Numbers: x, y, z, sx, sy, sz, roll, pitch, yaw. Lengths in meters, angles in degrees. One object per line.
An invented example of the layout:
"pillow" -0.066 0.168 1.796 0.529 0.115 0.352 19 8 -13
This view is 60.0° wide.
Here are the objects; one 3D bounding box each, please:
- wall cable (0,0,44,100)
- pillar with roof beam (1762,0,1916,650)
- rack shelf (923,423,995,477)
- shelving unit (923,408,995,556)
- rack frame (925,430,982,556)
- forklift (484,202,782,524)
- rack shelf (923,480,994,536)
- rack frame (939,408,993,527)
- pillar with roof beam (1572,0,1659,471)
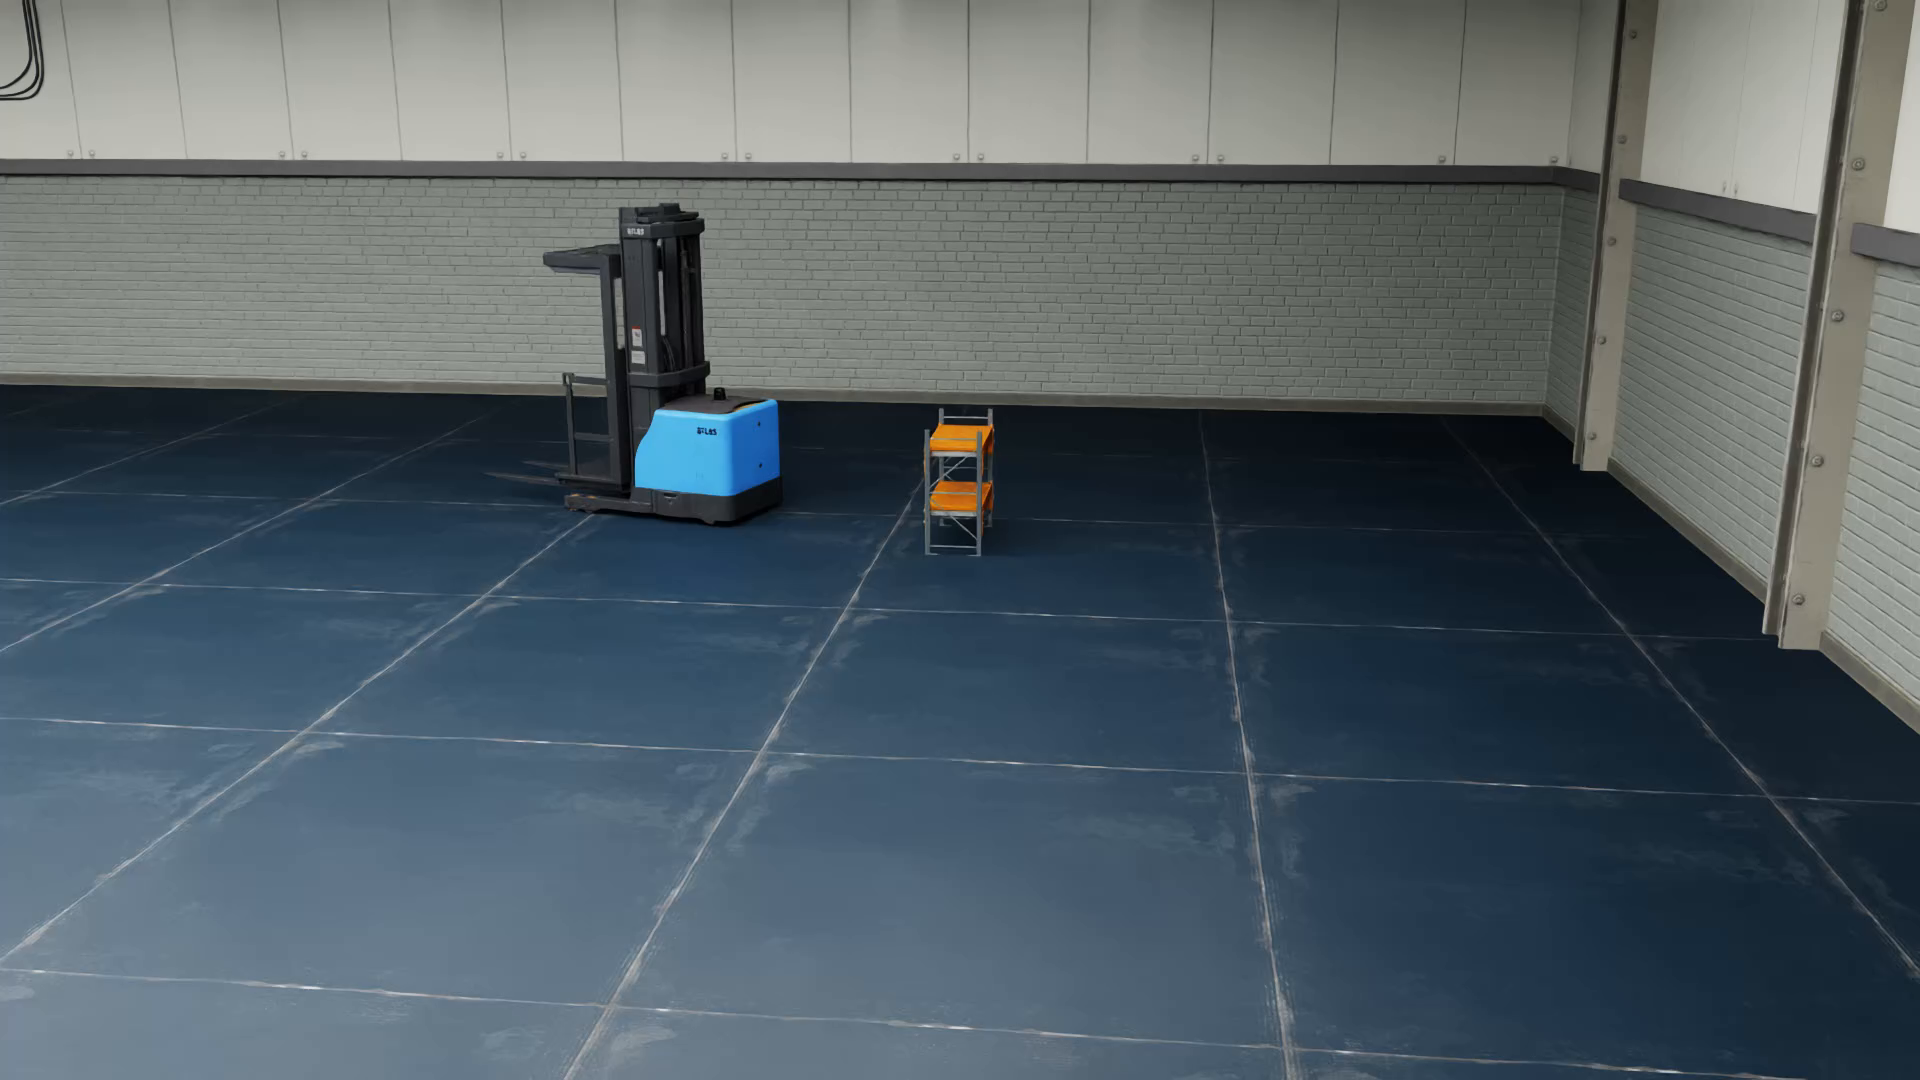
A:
"wall cable" -13.310 -8.156 21.657 2.305 6.003 0.169 2 15 6
"pillar with roof beam" 1.957 -3.716 11.751 9.100 9.000 0.400 2 15 6
"rack shelf" -0.001 -0.824 15.020 0.538 0.278 1.000 2 15 6
"shelving unit" -0.001 -0.541 15.097 0.538 1.125 1.048 2 15 6
"rack frame" -0.058 -0.409 14.609 0.500 1.125 0.032 2 15 6
"forklift" -3.323 -1.796 16.278 3.031 2.935 1.130 7 16 23
"rack shelf" -0.001 -0.305 15.161 0.538 0.278 1.000 2 15 6
"rack frame" 0.057 -0.673 15.584 0.500 1.125 0.032 2 15 6
"pillar with roof beam" 2.634 -5.272 17.506 9.100 9.000 0.400 2 15 6
